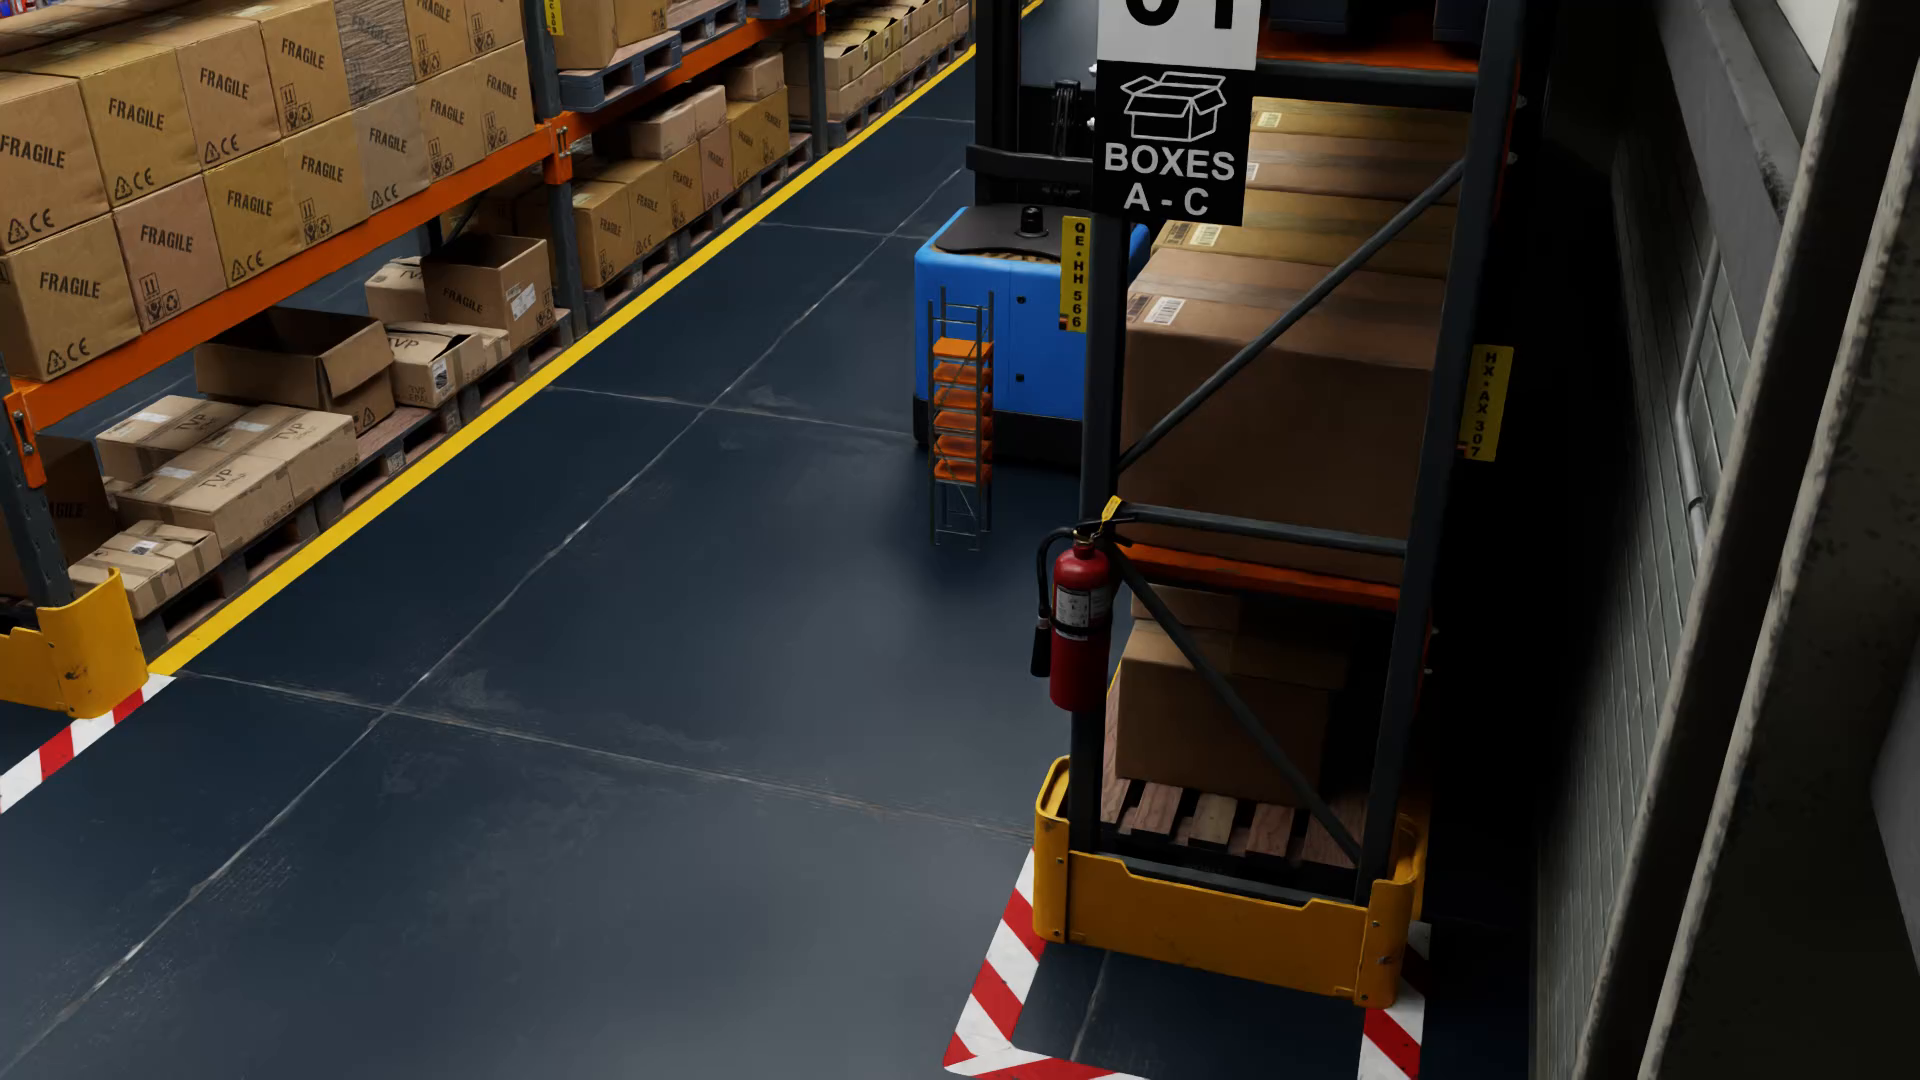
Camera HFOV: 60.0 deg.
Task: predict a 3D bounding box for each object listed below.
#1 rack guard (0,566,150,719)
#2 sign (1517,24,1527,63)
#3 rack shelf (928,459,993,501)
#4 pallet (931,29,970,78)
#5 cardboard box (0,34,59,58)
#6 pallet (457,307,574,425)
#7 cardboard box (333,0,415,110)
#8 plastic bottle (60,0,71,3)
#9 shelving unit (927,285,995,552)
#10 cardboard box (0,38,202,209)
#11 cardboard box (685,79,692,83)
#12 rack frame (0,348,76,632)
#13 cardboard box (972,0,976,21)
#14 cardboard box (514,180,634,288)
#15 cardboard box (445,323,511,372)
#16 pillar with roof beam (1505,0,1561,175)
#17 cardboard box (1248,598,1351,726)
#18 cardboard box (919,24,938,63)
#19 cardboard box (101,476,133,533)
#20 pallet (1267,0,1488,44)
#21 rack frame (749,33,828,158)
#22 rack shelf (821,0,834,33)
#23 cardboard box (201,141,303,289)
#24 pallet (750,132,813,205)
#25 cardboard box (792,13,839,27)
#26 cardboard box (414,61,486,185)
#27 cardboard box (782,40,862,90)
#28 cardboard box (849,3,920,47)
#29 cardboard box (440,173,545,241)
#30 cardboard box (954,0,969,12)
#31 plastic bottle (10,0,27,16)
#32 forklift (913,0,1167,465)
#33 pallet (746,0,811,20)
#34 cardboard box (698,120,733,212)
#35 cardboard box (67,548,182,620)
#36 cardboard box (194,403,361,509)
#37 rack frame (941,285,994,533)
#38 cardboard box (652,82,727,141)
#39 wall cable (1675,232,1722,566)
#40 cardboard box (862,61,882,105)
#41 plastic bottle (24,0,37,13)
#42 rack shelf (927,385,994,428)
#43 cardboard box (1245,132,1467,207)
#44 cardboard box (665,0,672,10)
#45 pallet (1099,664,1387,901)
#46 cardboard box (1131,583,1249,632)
[{"bbox_3d":[-3.877,0.326,6.649,1.175,0.500,0.348,8,30,15],"label":"rack guard"},{"bbox_3d":[2.543,-2.219,7.681,0.100,0.325,0.005,8,30,15],"label":"sign"},{"bbox_3d":[0.004,-0.282,7.609,0.258,0.103,0.180,8,30,15],"label":"rack shelf"},{"bbox_3d":[-0.556,-4.741,16.055,1.003,0.211,1.213,8,30,15],"label":"pallet"},{"bbox_3d":[-3.884,-1.692,6.575,0.500,0.500,0.500,9,30,16],"label":"cardboard box"},{"bbox_3d":[-2.927,-1.052,9.424,1.003,0.211,1.213,8,30,15],"label":"pallet"},{"bbox_3d":[-2.922,-2.326,7.714,0.500,0.500,0.500,9,30,15],"label":"cardboard box"},{"bbox_3d":[-6.530,-4.036,12.052,0.097,0.271,0.097,0,29,0],"label":"plastic bottle"},{"bbox_3d":[0.004,-0.531,7.470,0.258,1.200,0.189,8,30,15],"label":"shelving unit"},{"bbox_3d":[-3.370,-1.624,6.452,0.500,0.500,0.500,9,30,15],"label":"cardboard box"},{"bbox_3d":[-2.106,-3.133,12.416,0.500,0.500,0.500,7,30,13],"label":"cardboard box"},{"bbox_3d":[-3.899,-0.731,5.978,1.000,3.000,0.127,8,30,15],"label":"rack frame"},{"bbox_3d":[0.049,-5.461,16.878,0.500,0.250,0.500,8,30,15],"label":"cardboard box"},{"bbox_3d":[-2.350,-1.879,10.162,0.500,0.500,0.500,7,30,13],"label":"cardboard box"},{"bbox_3d":[-2.674,-1.048,9.028,0.380,0.149,0.250,8,30,15],"label":"cardboard box"},{"bbox_3d":[0.279,-7.460,11.903,9.100,9.000,0.400,8,30,15],"label":"pillar with roof beam"},{"bbox_3d":[1.094,0.311,6.244,0.700,0.500,0.500,8,30,15],"label":"cardboard box"},{"bbox_3d":[-0.521,-4.583,15.298,0.500,0.250,0.500,9,30,16],"label":"cardboard box"},{"bbox_3d":[-3.770,-0.148,7.392,0.380,0.166,0.250,8,30,15],"label":"cardboard box"},{"bbox_3d":[1.045,-1.644,4.625,1.003,0.211,1.213,8,30,15],"label":"pallet"},{"bbox_3d":[-1.551,-4.448,12.661,1.000,3.000,0.127,8,30,15],"label":"rack frame"},{"bbox_3d":[-0.964,-5.063,14.507,1.077,0.370,4.000,8,30,15],"label":"rack shelf"},{"bbox_3d":[-3.220,-1.416,7.107,0.500,0.500,0.500,8,30,15],"label":"cardboard box"},{"bbox_3d":[-1.806,-2.888,12.725,1.003,0.211,1.213,8,30,15],"label":"pallet"},{"bbox_3d":[-1.335,-4.431,14.448,0.500,0.311,0.500,8,30,15],"label":"cardboard box"},{"bbox_3d":[-2.776,-2.125,8.381,0.500,0.500,0.500,9,30,16],"label":"cardboard box"},{"bbox_3d":[-1.116,-3.877,13.453,0.500,0.311,0.500,10,30,17],"label":"cardboard box"},{"bbox_3d":[-0.668,-4.598,14.749,0.500,0.311,0.500,8,30,14],"label":"cardboard box"},{"bbox_3d":[-2.854,-1.960,10.306,0.500,0.500,0.500,8,30,15],"label":"cardboard box"},{"bbox_3d":[-0.221,-5.305,16.021,0.500,0.311,0.500,8,30,15],"label":"cardboard box"},{"bbox_3d":[-6.687,-3.835,11.686,0.152,0.276,0.135,8,30,15],"label":"plastic bottle"},{"bbox_3d":[0.689,-2.348,8.955,1.130,2.935,3.031,9,30,15],"label":"forklift"},{"bbox_3d":[-1.683,-4.040,12.123,1.213,0.211,1.003,8,30,15],"label":"pallet"},{"bbox_3d":[-1.901,-2.595,11.448,0.500,0.500,0.500,7,30,13],"label":"cardboard box"},{"bbox_3d":[-3.448,0.177,6.826,0.380,0.149,0.250,8,30,15],"label":"cardboard box"},{"bbox_3d":[-3.175,-0.398,7.756,0.500,0.250,0.500,8,30,15],"label":"cardboard box"},{"bbox_3d":[0.031,-0.574,7.547,0.240,1.200,0.006,8,30,15],"label":"rack frame"},{"bbox_3d":[-1.910,-2.905,11.234,0.500,0.250,0.500,8,30,14],"label":"cardboard box"},{"bbox_3d":[1.366,0.261,3.151,0.084,1.984,1.851,8,30,15],"label":"wall cable"},{"bbox_3d":[-0.970,-3.866,14.010,0.500,0.250,0.500,8,30,13],"label":"cardboard box"},{"bbox_3d":[-6.627,-3.852,11.794,0.097,0.201,0.097,0,29,0],"label":"plastic bottle"},{"bbox_3d":[0.004,-0.597,7.434,0.258,0.103,0.180,8,30,15],"label":"rack shelf"},{"bbox_3d":[1.413,-1.088,6.311,0.980,0.700,0.700,7,30,12],"label":"cardboard box"},{"bbox_3d":[-2.265,-3.647,10.685,0.700,0.500,0.500,1,29,2],"label":"cardboard box"},{"bbox_3d":[0.998,0.810,6.076,1.003,0.211,1.213,8,30,15],"label":"pallet"},{"bbox_3d":[0.811,0.175,5.823,0.380,0.149,0.250,8,30,14],"label":"cardboard box"}]
